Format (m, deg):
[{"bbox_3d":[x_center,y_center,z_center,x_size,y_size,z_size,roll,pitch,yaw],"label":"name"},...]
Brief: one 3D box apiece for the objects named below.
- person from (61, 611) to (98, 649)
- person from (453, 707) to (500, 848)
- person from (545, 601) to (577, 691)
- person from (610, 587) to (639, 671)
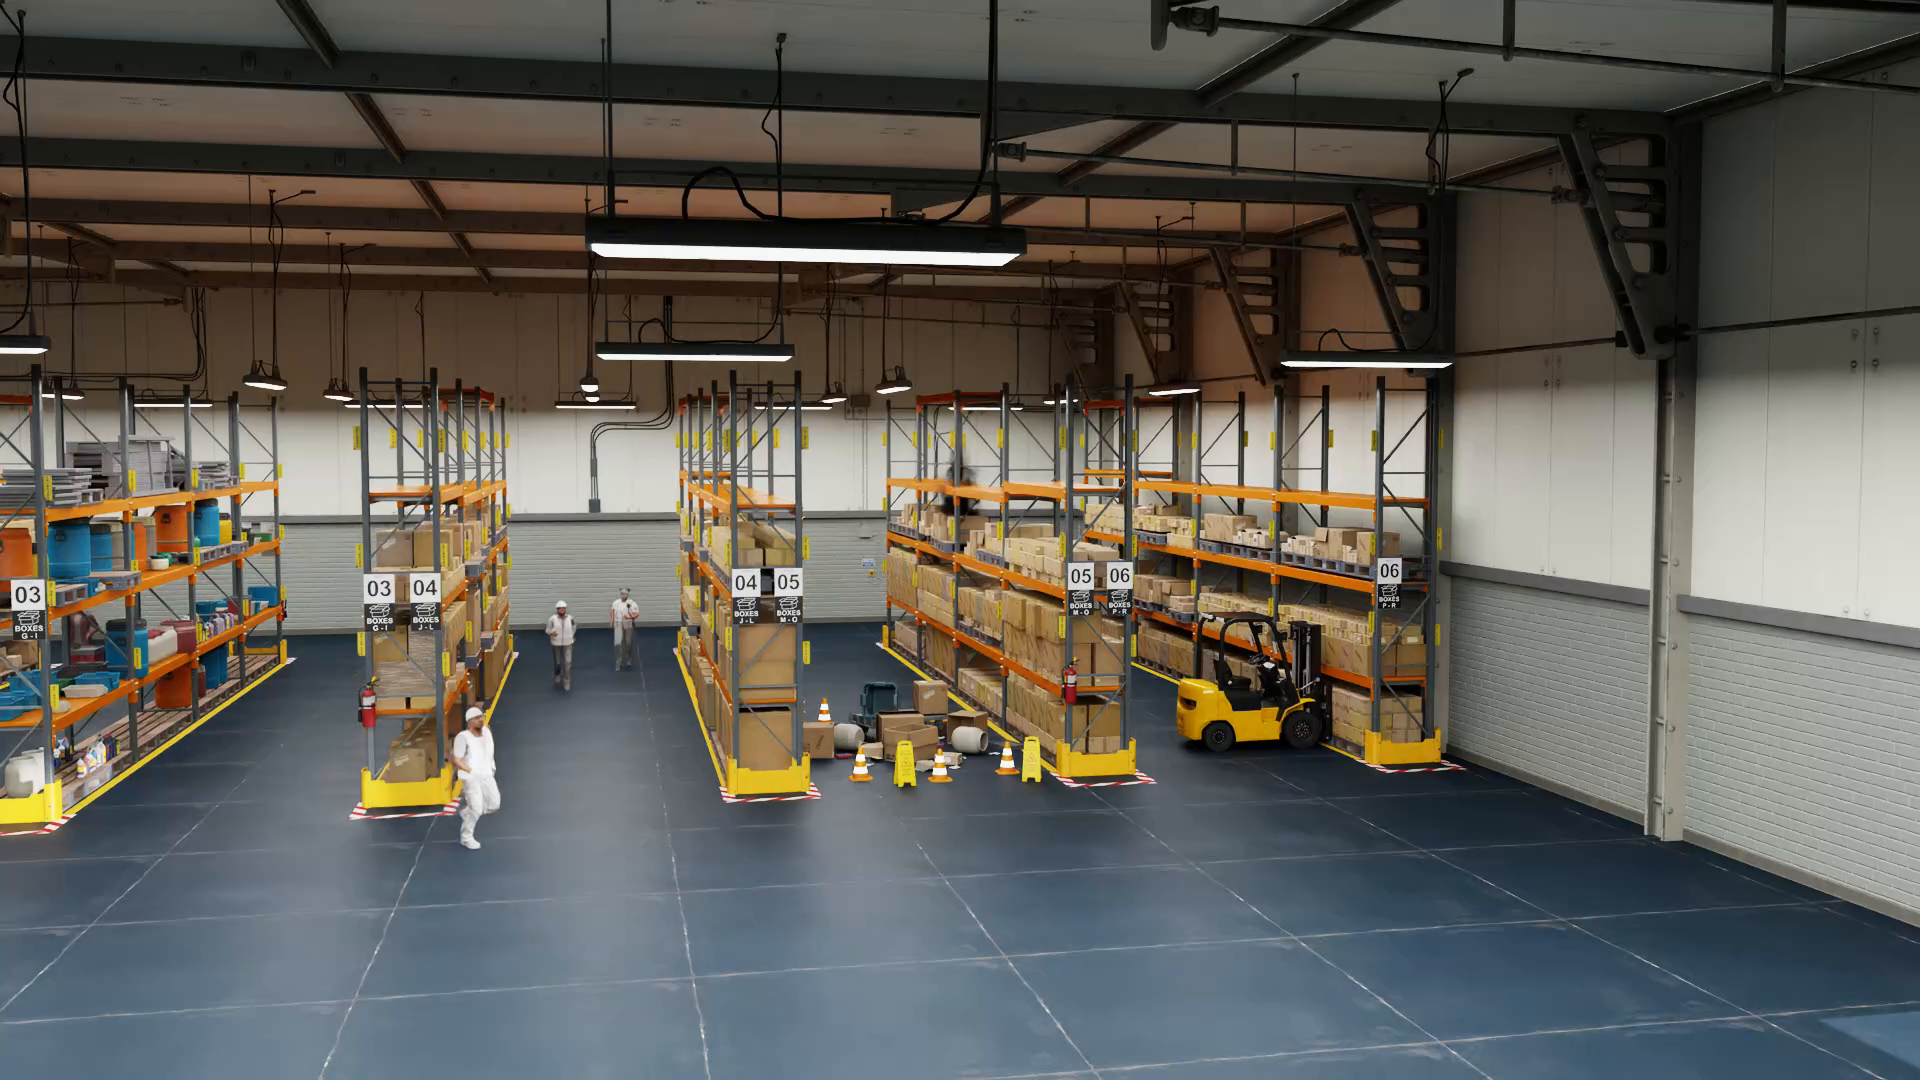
[{"bbox_3d":[-18.043,2.107,34.057,0.708,1.726,0.663,-1,4,-19],"label":"person"},{"bbox_3d":[-5.942,2.920,20.491,0.663,1.740,0.711,2,4,31],"label":"person"},{"bbox_3d":[-8.062,2.112,33.647,0.635,1.791,0.923,-1,4,-18],"label":"person"},{"bbox_3d":[-7.374,1.948,36.533,0.641,1.847,0.797,0,3,-5],"label":"person"}]
